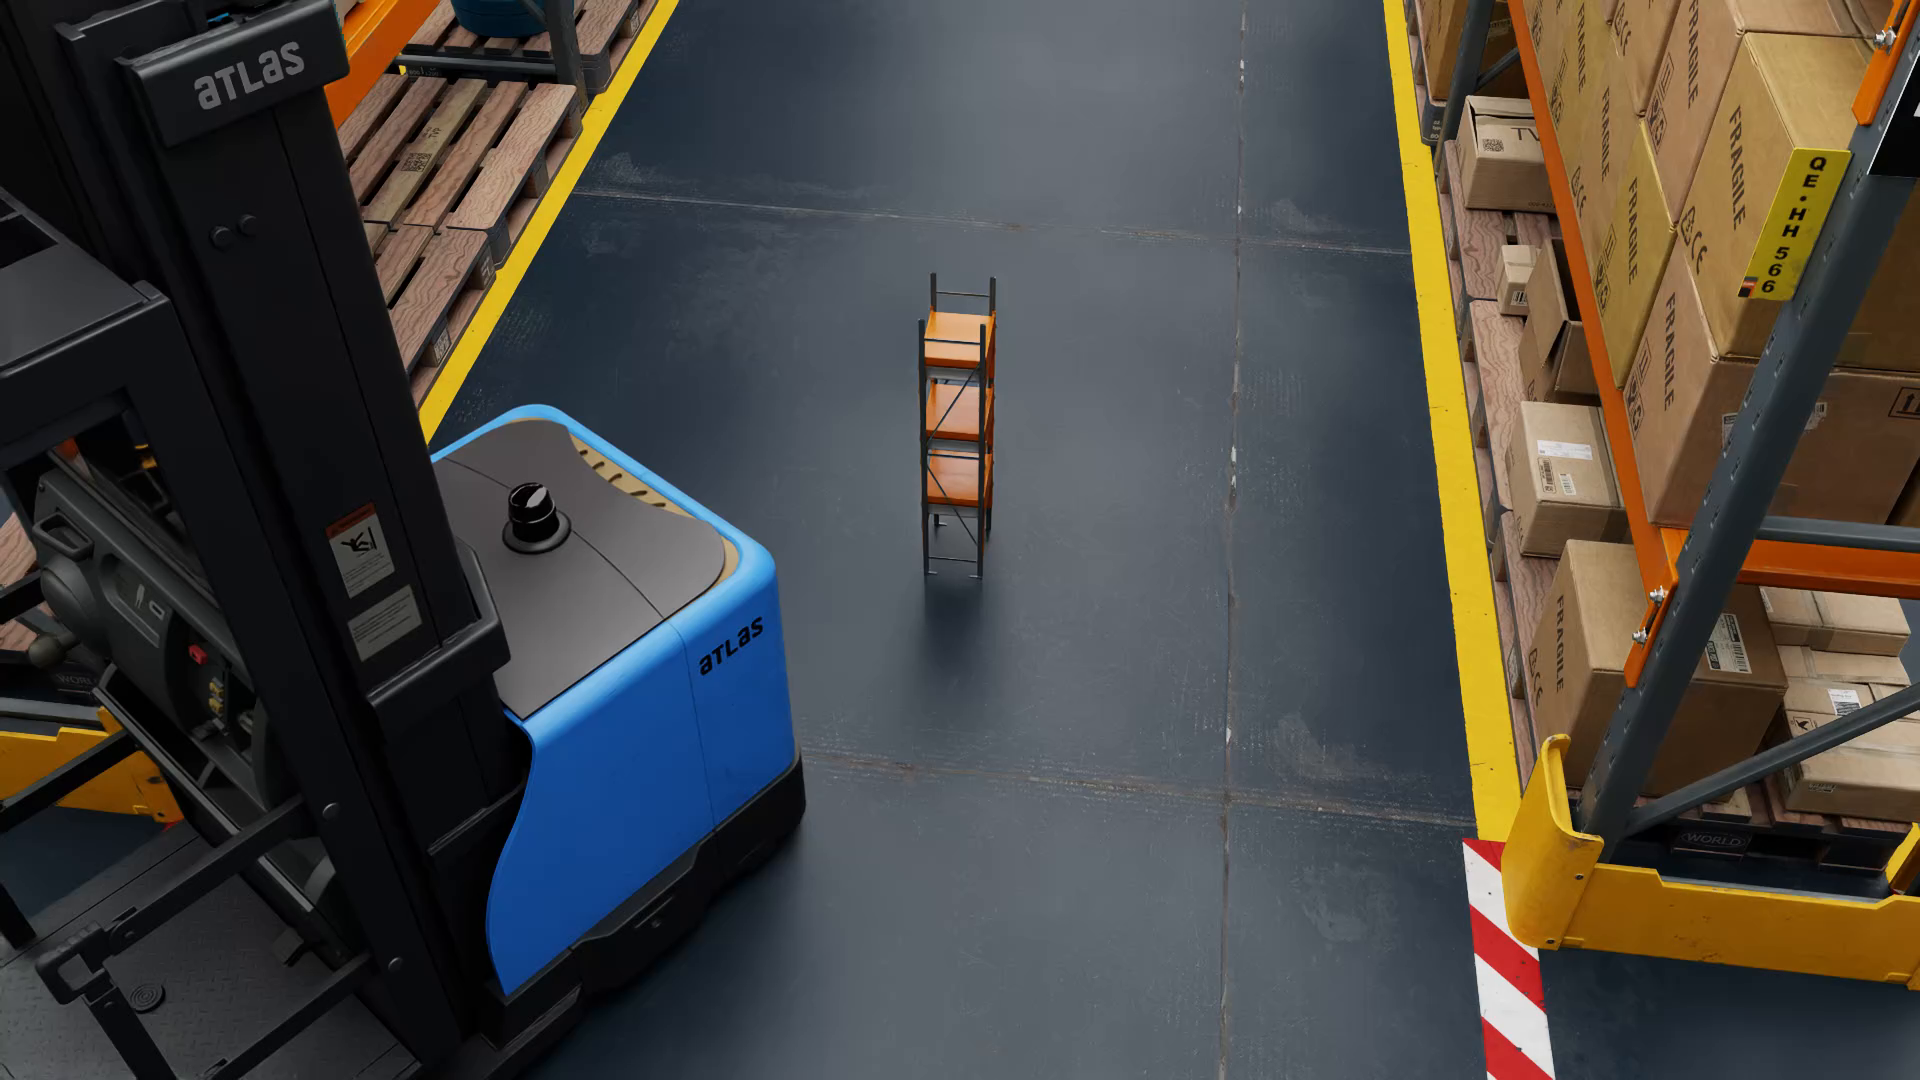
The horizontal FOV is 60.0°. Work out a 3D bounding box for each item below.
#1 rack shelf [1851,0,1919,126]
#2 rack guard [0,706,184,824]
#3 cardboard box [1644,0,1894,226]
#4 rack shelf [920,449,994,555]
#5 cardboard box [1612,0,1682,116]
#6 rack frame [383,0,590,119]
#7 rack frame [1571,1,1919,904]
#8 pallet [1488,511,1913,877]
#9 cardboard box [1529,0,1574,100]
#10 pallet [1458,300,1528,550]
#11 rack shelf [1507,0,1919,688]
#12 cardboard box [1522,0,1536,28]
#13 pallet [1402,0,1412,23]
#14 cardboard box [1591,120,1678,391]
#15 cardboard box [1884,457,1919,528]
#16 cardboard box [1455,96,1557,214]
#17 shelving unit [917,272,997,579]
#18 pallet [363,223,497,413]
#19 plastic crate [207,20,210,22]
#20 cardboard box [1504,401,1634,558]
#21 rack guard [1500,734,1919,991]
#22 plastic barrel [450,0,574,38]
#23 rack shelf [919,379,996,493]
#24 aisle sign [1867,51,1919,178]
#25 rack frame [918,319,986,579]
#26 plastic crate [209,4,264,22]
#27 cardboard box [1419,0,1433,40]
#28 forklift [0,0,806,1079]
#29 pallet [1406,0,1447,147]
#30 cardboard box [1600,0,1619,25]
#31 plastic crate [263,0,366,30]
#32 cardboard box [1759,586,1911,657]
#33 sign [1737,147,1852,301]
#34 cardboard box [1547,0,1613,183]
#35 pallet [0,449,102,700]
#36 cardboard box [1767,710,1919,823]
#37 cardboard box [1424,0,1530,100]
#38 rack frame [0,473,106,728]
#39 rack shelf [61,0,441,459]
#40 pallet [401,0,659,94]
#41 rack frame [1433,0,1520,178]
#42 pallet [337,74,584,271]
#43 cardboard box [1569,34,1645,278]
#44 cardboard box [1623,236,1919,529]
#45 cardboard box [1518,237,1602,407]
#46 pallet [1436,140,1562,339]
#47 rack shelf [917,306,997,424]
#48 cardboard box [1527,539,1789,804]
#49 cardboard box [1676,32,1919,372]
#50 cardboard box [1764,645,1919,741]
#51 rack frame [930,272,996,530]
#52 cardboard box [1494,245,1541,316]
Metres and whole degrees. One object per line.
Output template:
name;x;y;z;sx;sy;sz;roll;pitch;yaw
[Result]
rack shelf;2.372;-2.179;4.211;1.077;0.370;4.000;5;44;6
rack guard;-2.793;0.485;4.874;1.175;0.500;0.348;5;44;6
cardboard box;1.959;-1.060;3.887;0.500;0.500;0.500;6;44;7
rack shelf;-0.007;-0.135;5.549;0.215;0.259;0.240;5;44;6
cardboard box;2.023;-1.413;4.261;0.500;0.500;0.500;6;44;7
rack frame;-2.273;-3.166;6.912;1.000;3.000;0.127;5;44;6
rack frame;2.107;0.012;3.555;1.000;3.000;0.127;5;44;6
pallet;2.222;0.430;5.143;1.003;0.211;1.213;5;44;6
cardboard box;2.166;-1.737;5.330;0.500;0.500;0.500;5;44;5
pallet;2.385;-0.399;6.018;1.003;0.211;1.213;5;44;6
rack shelf;2.372;-1.089;5.242;1.077;0.370;4.000;5;44;6
cardboard box;2.234;-2.078;5.690;0.500;0.500;0.500;6;44;6
pallet;2.865;-3.093;8.863;1.003;0.211;1.213;5;44;6
cardboard box;1.962;-0.708;4.243;0.500;0.500;0.500;6;44;6
cardboard box;2.427;-0.302;3.815;0.500;0.500;0.500;6;44;6
cardboard box;2.366;-1.631;6.926;0.500;0.311;0.500;5;44;6
shelving unit;-0.007;-0.345;5.351;0.215;1.050;0.252;5;44;6
pallet;-2.491;-0.815;6.458;1.003;0.211;1.213;5;44;6
plastic crate;-2.269;-1.437;5.164;0.416;0.233;0.300;5;44;6
cardboard box;2.090;-0.187;5.445;0.500;0.250;0.500;5;44;6
rack guard;2.117;0.868;4.469;1.175;0.500;0.348;5;44;6
plastic barrel;-2.185;-2.926;7.879;0.600;0.901;0.708;5;44;6
rack shelf;-0.007;-0.337;5.358;0.215;0.259;0.240;5;44;6
aisle sign;1.794;-0.913;2.642;0.394;0.787;0.004;5;44;6
rack frame;-0.023;-0.262;5.263;0.200;1.050;0.008;5;44;6
plastic crate;-2.230;-1.642;5.380;0.416;0.233;0.300;5;44;6
cardboard box;2.491;-2.664;7.880;0.500;0.500;0.500;5;44;6
forklift;-1.804;0.289;3.313;1.130;2.935;3.031;32;52;29
pallet;2.706;-2.259;7.982;1.003;0.211;1.213;5;44;6
cardboard box;2.091;-1.763;4.631;0.500;0.500;0.500;6;44;7
plastic crate;-2.206;-1.878;5.700;0.293;0.136;0.466;5;44;6
cardboard box;2.526;0.166;5.073;0.500;0.250;0.500;5;44;6
sign;1.560;-0.587;3.116;0.100;0.325;0.005;5;44;6
cardboard box;2.100;-1.391;4.964;0.500;0.500;0.500;5;44;5
pallet;-2.655;0.014;5.582;1.003;0.211;1.213;5;44;6
cardboard box;2.503;0.634;4.653;0.380;0.149;0.250;5;44;6
cardboard box;2.417;-2.328;7.525;0.500;0.500;0.500;5;44;5
rack frame;-2.802;-0.440;4.033;1.000;3.000;0.127;5;44;6
rack shelf;-2.538;-1.542;5.720;1.077;0.370;4.000;5;44;6
pallet;-2.130;-2.676;8.423;1.003;0.211;1.213;5;44;6
rack frame;2.636;-2.714;6.434;1.000;3.000;0.127;5;44;6
pallet;-2.332;-1.649;7.338;1.003;0.211;1.213;5;44;6
cardboard box;2.033;-1.047;4.602;0.500;0.500;0.500;6;44;6
cardboard box;1.897;-0.354;3.869;0.500;0.500;0.500;6;44;7
cardboard box;2.393;-0.686;5.789;0.797;0.503;0.637;5;44;6
pallet;2.544;-1.233;6.899;1.003;0.211;1.213;5;44;6
rack shelf;-0.007;-0.543;5.163;0.215;0.259;0.240;5;44;6
cardboard box;1.935;0.367;4.678;0.500;0.500;0.500;5;44;6
cardboard box;1.893;-0.715;3.524;0.500;0.500;0.500;5;44;5
cardboard box;2.536;0.457;4.826;0.380;0.166;0.250;5;44;6
rack frame;0.009;-0.428;5.438;0.200;1.050;0.008;5;44;6
cardboard box;2.262;-0.988;6.352;0.380;0.166;0.250;5;44;6
